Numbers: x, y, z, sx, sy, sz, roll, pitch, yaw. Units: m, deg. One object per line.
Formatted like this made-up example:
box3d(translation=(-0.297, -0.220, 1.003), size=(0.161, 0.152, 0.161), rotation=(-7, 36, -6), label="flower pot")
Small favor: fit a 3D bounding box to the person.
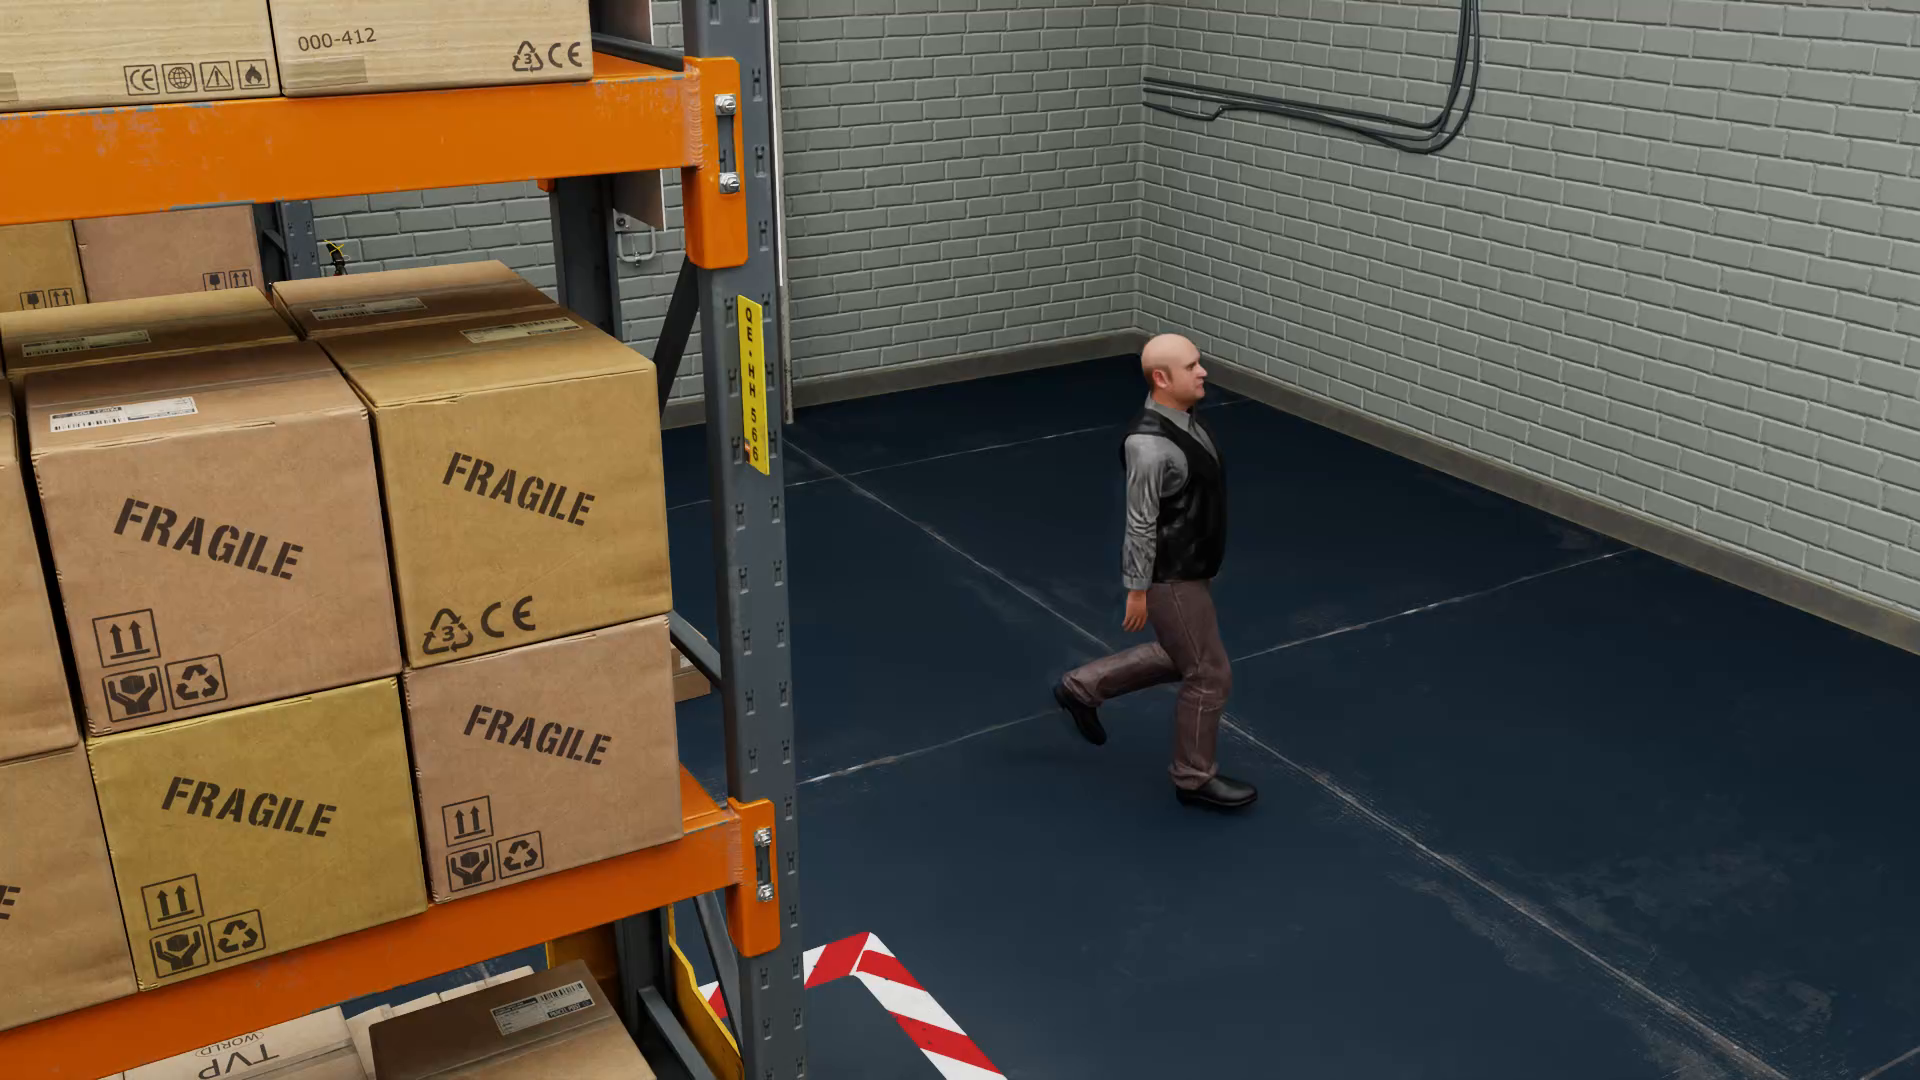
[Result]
box3d(translation=(0.703, 0.103, 5.823), size=(0.802, 1.695, 0.530), rotation=(6, 22, 15), label="person")
